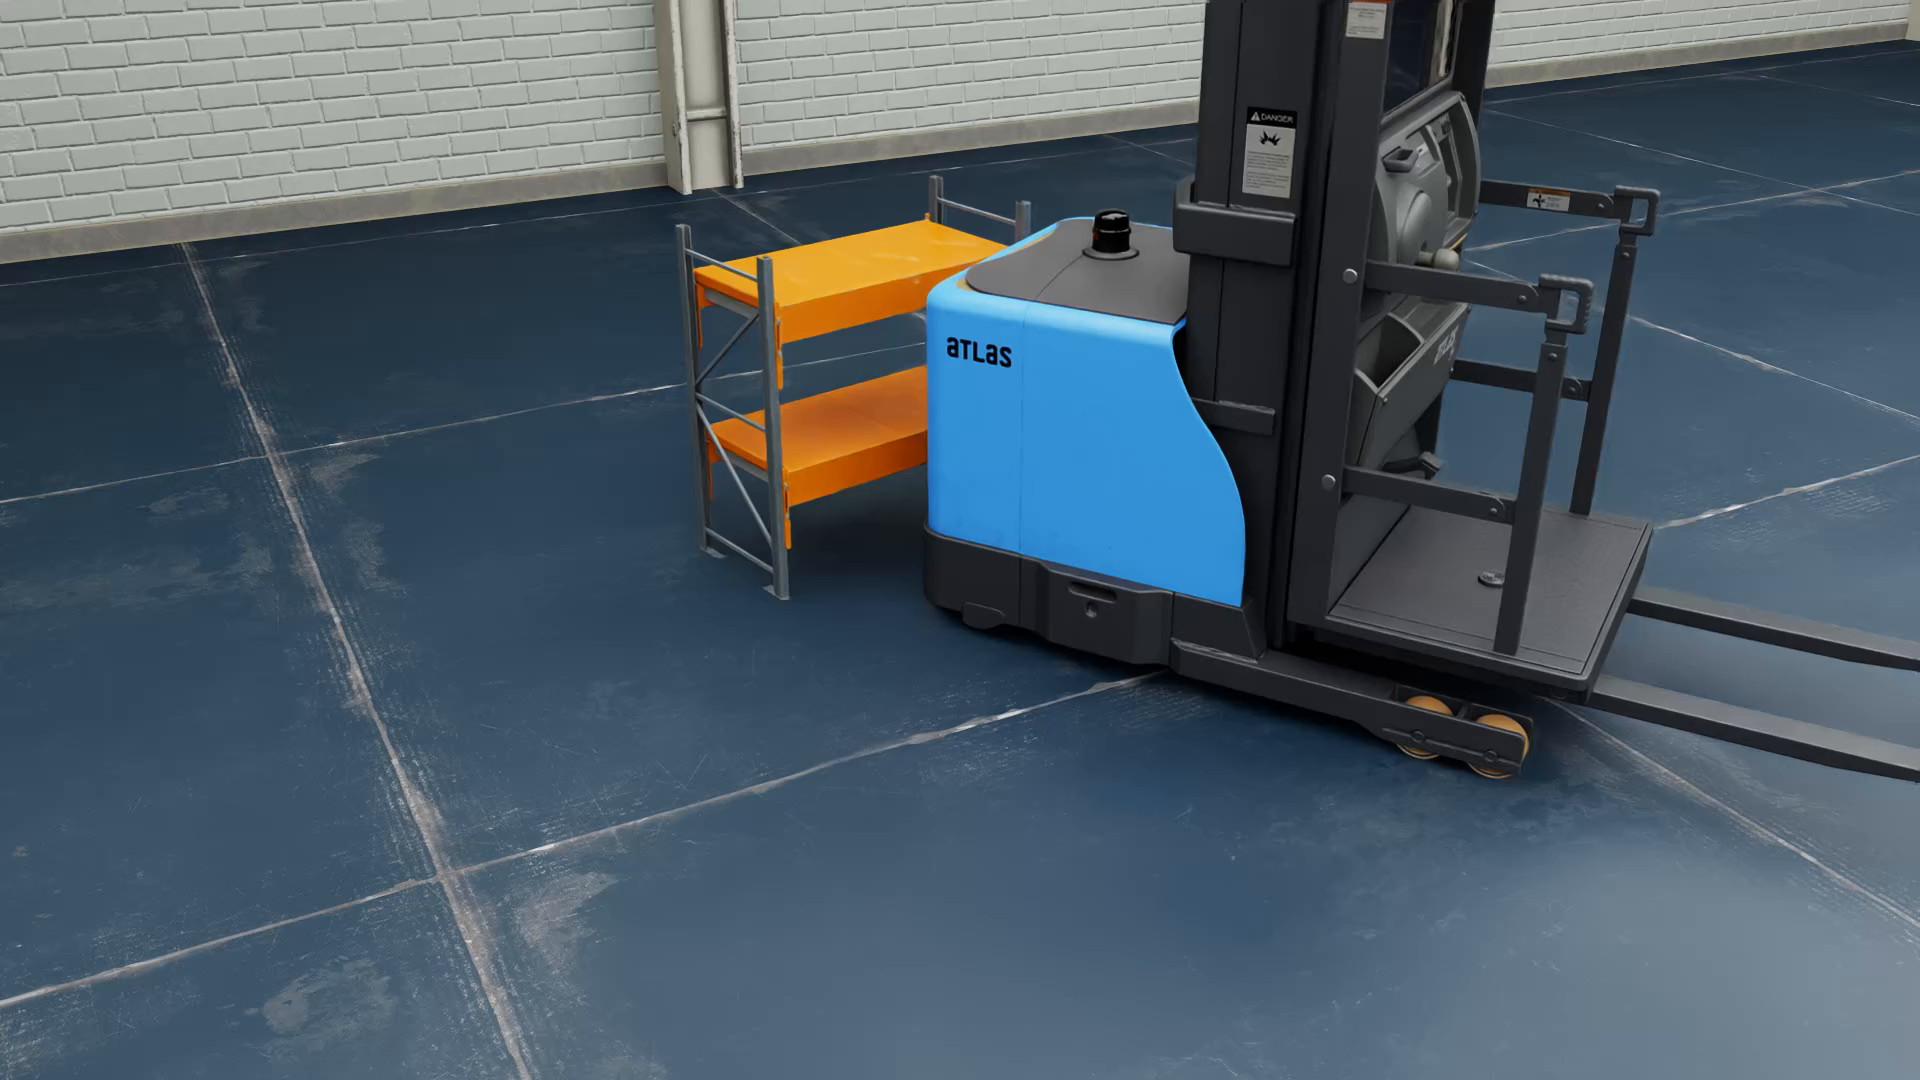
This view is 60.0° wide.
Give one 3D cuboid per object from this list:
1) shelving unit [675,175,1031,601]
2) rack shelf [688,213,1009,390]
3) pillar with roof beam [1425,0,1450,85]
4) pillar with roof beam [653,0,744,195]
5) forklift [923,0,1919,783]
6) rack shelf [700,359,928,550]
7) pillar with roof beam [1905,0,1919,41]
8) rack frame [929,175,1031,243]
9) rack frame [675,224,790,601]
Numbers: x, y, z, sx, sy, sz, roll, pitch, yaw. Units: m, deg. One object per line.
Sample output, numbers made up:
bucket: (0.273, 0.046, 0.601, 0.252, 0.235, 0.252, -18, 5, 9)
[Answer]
shelving unit: (-0.329, -0.538, 5.571, 1.048, 1.125, 0.538, -20, 32, -35)
rack shelf: (-0.329, -0.802, 5.444, 1.000, 0.278, 0.538, -20, 32, -35)
pillar with roof beam: (5.736, -5.838, 7.512, 0.400, 9.000, 9.100, -13, 29, -25)
pillar with roof beam: (0.442, -4.616, 4.967, 0.400, 9.000, 9.100, -13, 29, -25)
forklift: (1.425, -0.950, 4.341, 3.031, 2.935, 1.130, 14, 29, 26)
rack shelf: (-0.329, -0.318, 5.677, 1.000, 0.278, 0.538, -20, 32, -35)
pillar with roof beam: (11.031, -7.060, 10.057, 0.400, 9.000, 9.100, -13, 29, -25)
rack frame: (0.062, -0.679, 5.864, 0.032, 1.125, 0.500, -20, 32, -35)
rack frame: (-0.720, -0.397, 5.278, 0.032, 1.125, 0.500, -20, 32, -35)
